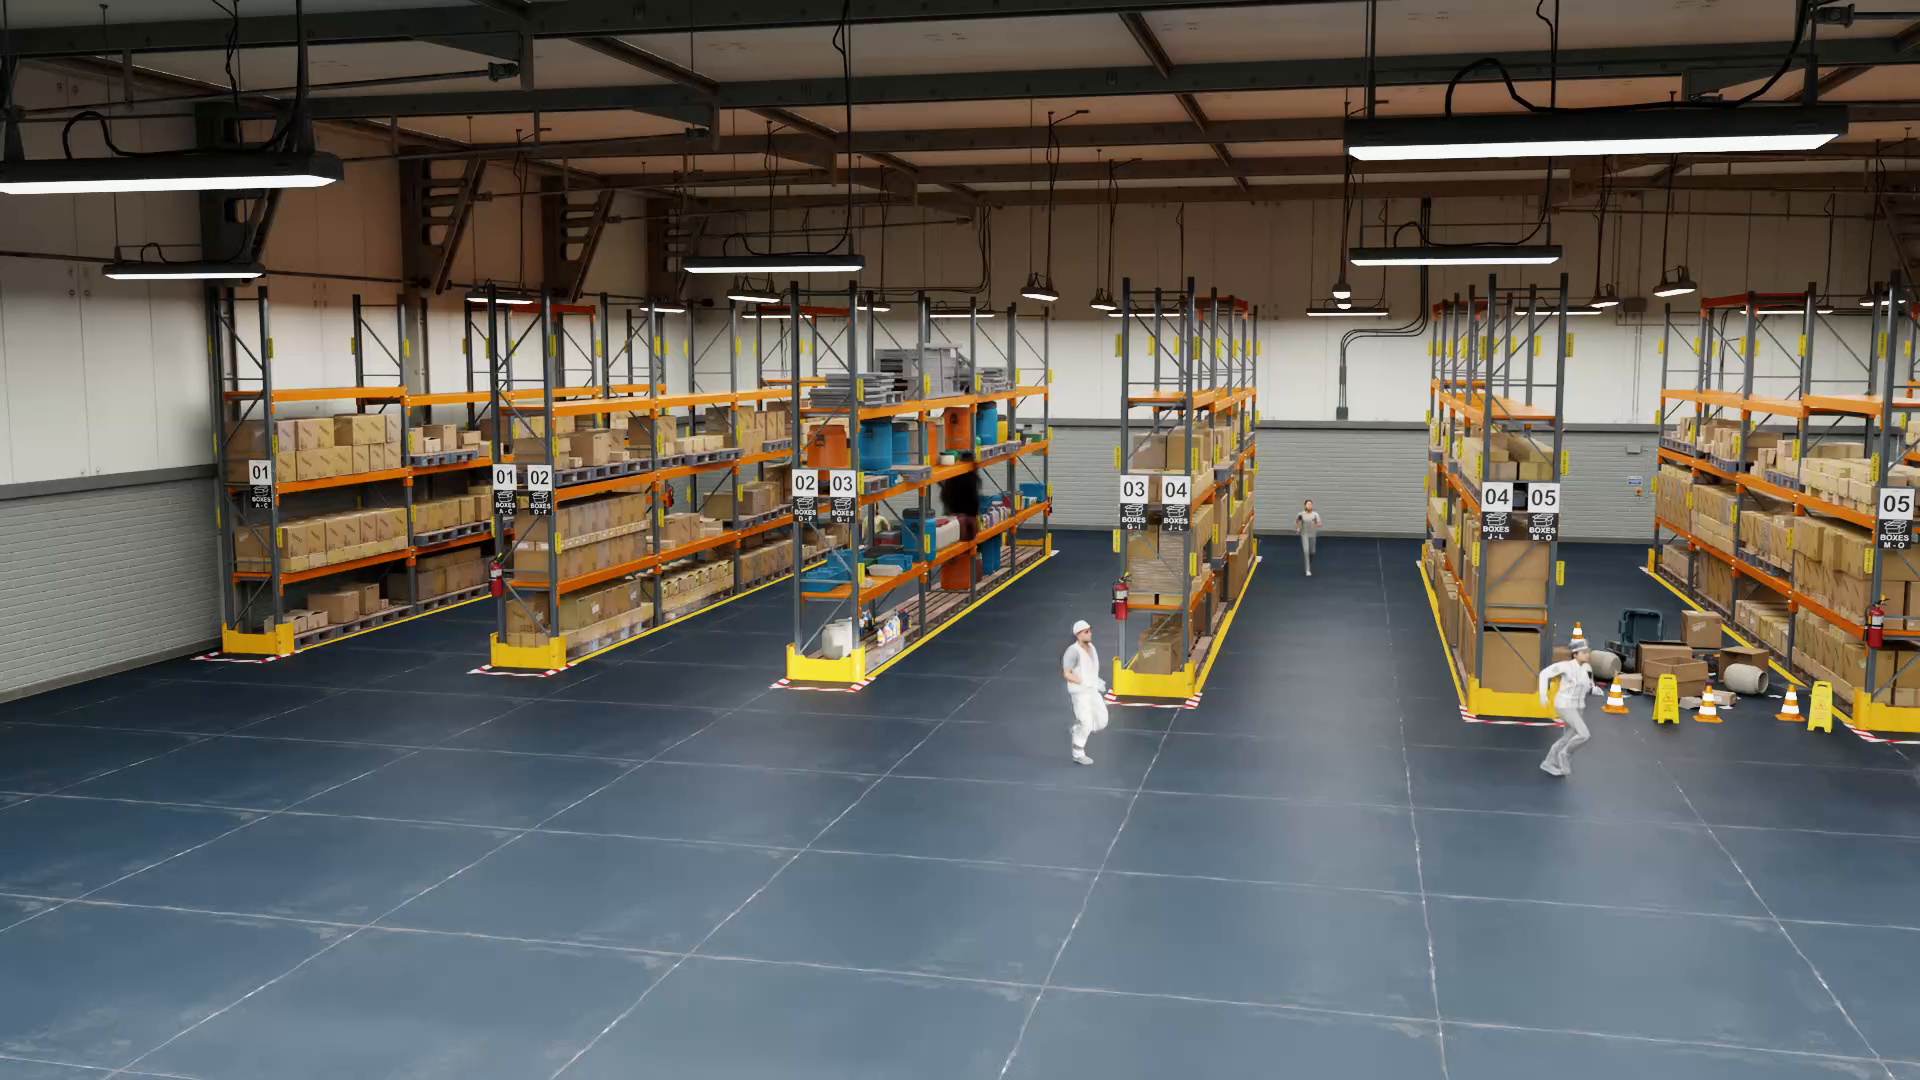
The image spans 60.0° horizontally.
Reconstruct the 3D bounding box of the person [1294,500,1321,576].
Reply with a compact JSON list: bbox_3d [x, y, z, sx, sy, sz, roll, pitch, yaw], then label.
[{"bbox_3d":[7.717,-0.071,36.888,0.571,1.636,0.958,0,7,1],"label":"person"}]

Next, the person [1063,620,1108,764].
[{"bbox_3d":[1.512,1.839,20.091,0.592,1.742,0.655,6,9,42],"label":"person"}]

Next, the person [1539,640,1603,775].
[{"bbox_3d":[7.098,1.956,19.287,0.645,1.642,0.731,-4,8,-31],"label":"person"}]

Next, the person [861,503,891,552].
[{"bbox_3d":[-1.712,0.080,33.247,0.593,1.643,0.894,2,7,14],"label":"person"}]
